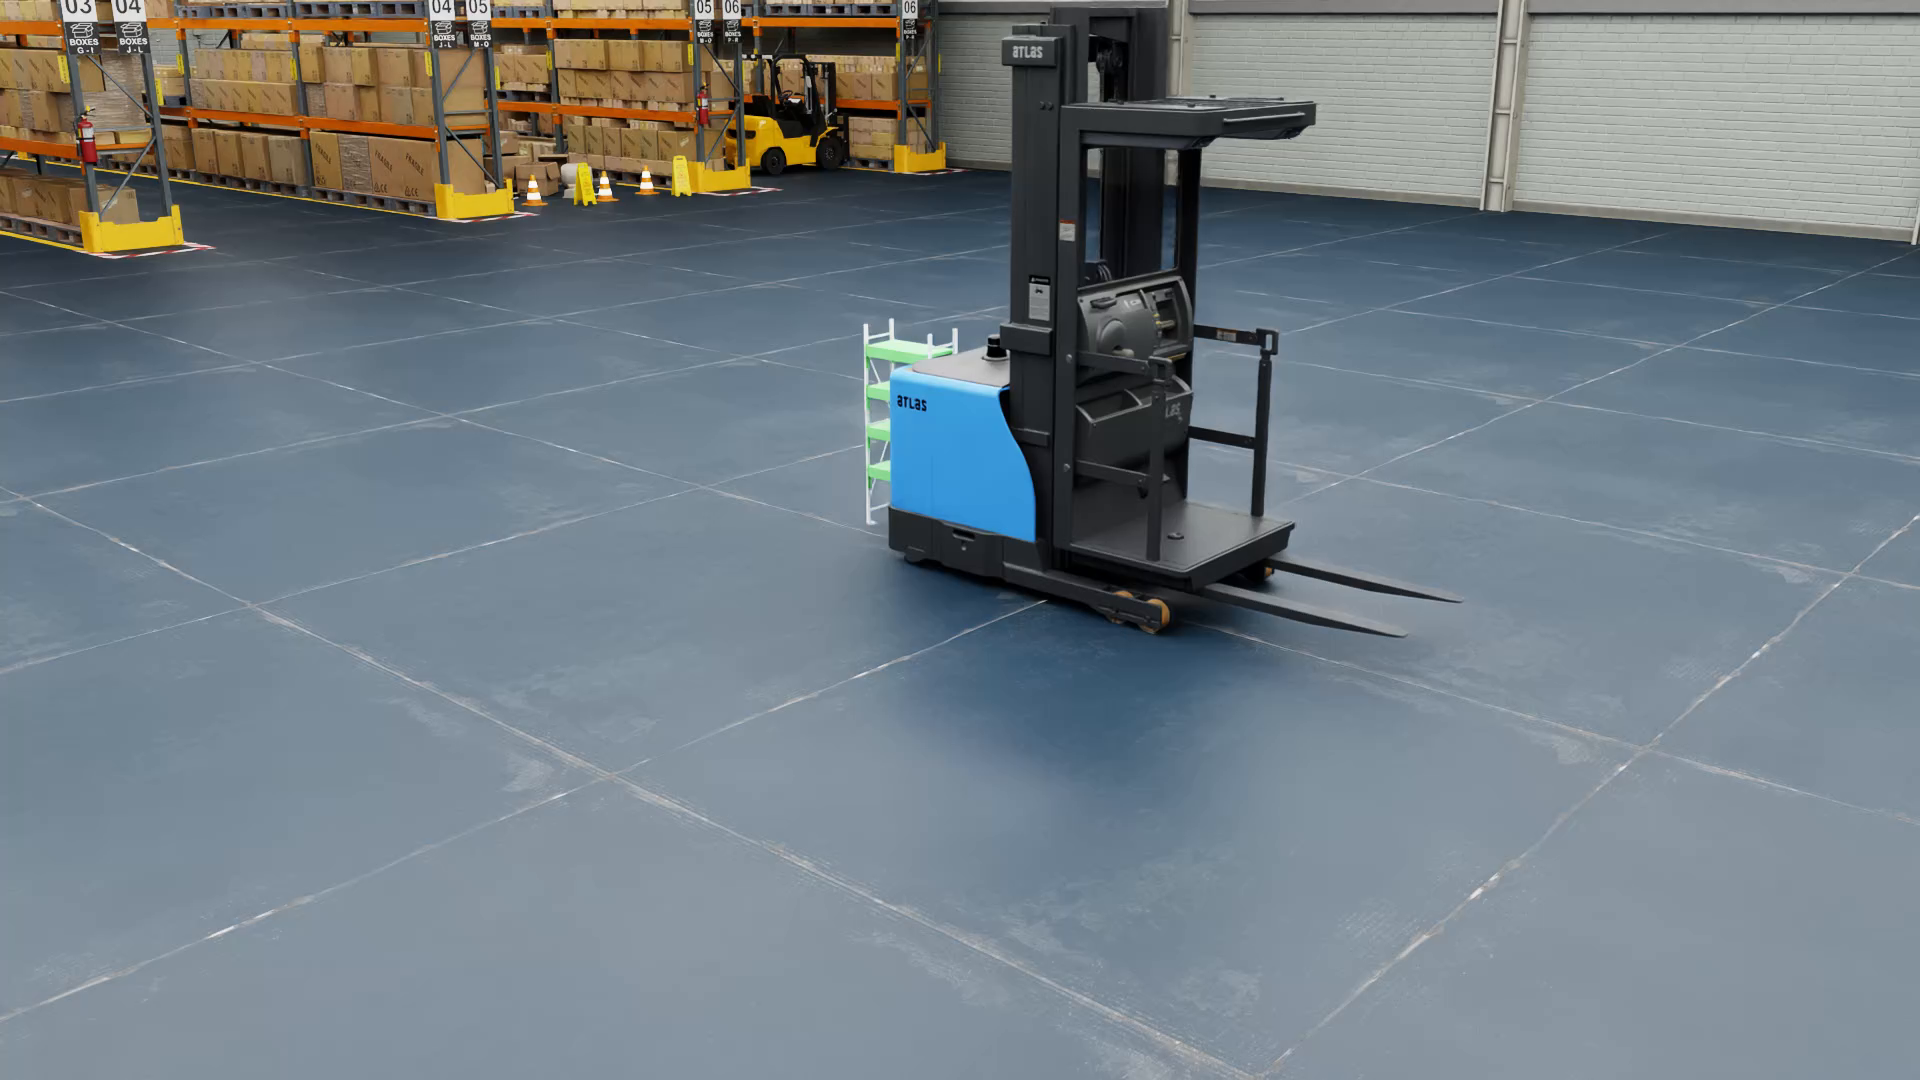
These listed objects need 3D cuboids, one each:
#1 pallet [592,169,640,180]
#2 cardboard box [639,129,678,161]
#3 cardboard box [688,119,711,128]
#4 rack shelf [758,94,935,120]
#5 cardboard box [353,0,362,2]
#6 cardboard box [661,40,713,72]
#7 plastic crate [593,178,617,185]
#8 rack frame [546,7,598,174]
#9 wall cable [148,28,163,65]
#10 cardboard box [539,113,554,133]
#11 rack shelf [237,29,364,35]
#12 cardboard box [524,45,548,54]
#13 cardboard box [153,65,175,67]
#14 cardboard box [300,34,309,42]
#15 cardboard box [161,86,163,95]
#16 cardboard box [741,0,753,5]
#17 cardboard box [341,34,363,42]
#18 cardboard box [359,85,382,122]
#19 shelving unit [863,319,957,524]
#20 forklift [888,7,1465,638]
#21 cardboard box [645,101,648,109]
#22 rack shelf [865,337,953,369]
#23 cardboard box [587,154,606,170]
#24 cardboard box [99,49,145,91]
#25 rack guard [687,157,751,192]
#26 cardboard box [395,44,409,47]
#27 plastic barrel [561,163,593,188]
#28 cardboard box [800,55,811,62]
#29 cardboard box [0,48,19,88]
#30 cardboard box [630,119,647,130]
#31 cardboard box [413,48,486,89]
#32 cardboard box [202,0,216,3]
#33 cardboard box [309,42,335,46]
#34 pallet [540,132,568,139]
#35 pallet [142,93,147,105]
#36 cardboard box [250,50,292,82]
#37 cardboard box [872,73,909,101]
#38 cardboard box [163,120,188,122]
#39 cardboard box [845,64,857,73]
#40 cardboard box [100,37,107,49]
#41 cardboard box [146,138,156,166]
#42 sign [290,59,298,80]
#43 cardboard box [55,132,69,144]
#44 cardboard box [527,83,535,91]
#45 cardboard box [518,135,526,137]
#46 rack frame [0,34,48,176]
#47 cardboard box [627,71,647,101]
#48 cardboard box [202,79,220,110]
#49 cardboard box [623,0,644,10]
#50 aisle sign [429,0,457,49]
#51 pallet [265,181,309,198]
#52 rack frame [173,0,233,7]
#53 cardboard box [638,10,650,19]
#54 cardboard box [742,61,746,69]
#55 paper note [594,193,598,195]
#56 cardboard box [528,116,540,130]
[{"bbox_3d":[-6.545,-6.806,30.709,1.213,0.211,1.003,15,23,39],"label":"pallet"},{"bbox_3d":[-5.244,-6.912,29.043,0.500,0.500,0.500,16,24,41],"label":"cardboard box"},{"bbox_3d":[-5.315,-8.864,35.816,0.625,0.625,0.875,14,22,37],"label":"cardboard box"},{"bbox_3d":[-2.283,-8.641,33.071,4.000,0.370,1.077,15,23,39],"label":"rack shelf"},{"bbox_3d":[-8.903,-8.173,25.003,0.250,0.149,0.380,15,23,40],"label":"cardboard box"},{"bbox_3d":[-4.606,-8.178,28.112,0.500,0.500,0.700,14,23,38],"label":"cardboard box"},{"bbox_3d":[-6.441,-6.370,29.550,0.583,0.080,0.402,7,19,21],"label":"plastic crate"},{"bbox_3d":[-7.071,-8.262,30.686,0.127,3.000,1.000,15,23,39],"label":"rack frame"},{"bbox_3d":[-20.279,-12.298,41.671,0.123,1.953,0.585,15,23,39],"label":"wall cable"},{"bbox_3d":[-9.550,-9.853,39.137,0.500,0.500,0.500,16,24,42],"label":"cardboard box"},{"bbox_3d":[-14.550,-11.357,36.668,4.000,0.370,1.077,15,23,39],"label":"rack shelf"},{"bbox_3d":[-8.069,-9.330,31.628,0.250,0.149,0.380,17,24,42],"label":"cardboard box"},{"bbox_3d":[-14.860,-8.794,31.099,0.250,0.149,0.380,14,22,37],"label":"cardboard box"},{"bbox_3d":[-14.213,-10.910,36.140,0.250,0.149,0.380,15,23,39],"label":"cardboard box"},{"bbox_3d":[-14.131,-8.051,29.742,0.250,0.149,0.380,15,23,39],"label":"cardboard box"},{"bbox_3d":[-4.482,-11.111,33.993,0.500,0.311,0.500,14,22,38],"label":"cardboard box"},{"bbox_3d":[-13.118,-10.824,35.868,0.250,0.149,0.380,15,23,38],"label":"cardboard box"},{"bbox_3d":[-8.782,-6.798,25.825,0.500,0.550,0.875,15,23,39],"label":"cardboard box"},{"bbox_3d":[-0.285,-0.646,9.665,0.503,1.200,0.258,14,23,38],"label":"shelving unit"},{"bbox_3d":[1.055,-1.120,8.295,3.031,2.935,1.130,14,23,38],"label":"forklift"},{"bbox_3d":[-5.252,-7.576,28.940,0.250,0.149,0.380,15,23,40],"label":"cardboard box"},{"bbox_3d":[-0.285,-1.043,9.539,0.480,0.148,0.258,14,23,38],"label":"rack shelf"},{"bbox_3d":[-6.402,-6.867,30.143,0.500,0.250,0.500,17,24,42],"label":"cardboard box"},{"bbox_3d":[-10.887,-6.055,21.422,0.500,0.500,0.500,15,23,39],"label":"cardboard box"},{"bbox_3d":[-4.136,-6.283,28.582,0.348,0.500,1.175,15,23,39],"label":"rack guard"},{"bbox_3d":[-11.012,-9.735,33.510,0.500,0.500,0.500,16,23,40],"label":"cardboard box"},{"bbox_3d":[-6.629,-6.303,28.773,0.512,0.421,0.421,-3,18,-8],"label":"plastic barrel"},{"bbox_3d":[-2.949,-9.551,33.019,0.250,0.149,0.380,15,23,38],"label":"cardboard box"},{"bbox_3d":[-12.732,-6.338,22.312,0.500,0.500,0.500,15,23,39],"label":"cardboard box"},{"bbox_3d":[-5.552,-7.280,29.131,0.250,0.149,0.380,16,24,42],"label":"cardboard box"},{"bbox_3d":[-7.541,-6.988,24.639,0.550,0.550,0.875,15,23,39],"label":"cardboard box"},{"bbox_3d":[-12.502,-9.235,28.183,0.500,0.250,0.500,16,24,41],"label":"cardboard box"},{"bbox_3d":[-13.590,-10.425,35.683,0.500,0.500,0.500,15,23,39],"label":"cardboard box"},{"bbox_3d":[-9.129,-9.508,39.223,1.213,0.211,1.003,15,23,39],"label":"pallet"},{"bbox_3d":[-14.780,-8.222,30.876,1.213,0.211,1.003,15,23,39],"label":"pallet"},{"bbox_3d":[-11.420,-7.949,27.881,0.500,0.500,0.700,15,23,40],"label":"cardboard box"},{"bbox_3d":[-1.329,-8.670,31.806,0.500,0.500,0.500,14,23,38],"label":"cardboard box"},{"bbox_3d":[-14.759,-7.793,31.406,0.500,0.250,0.500,14,22,37],"label":"cardboard box"},{"bbox_3d":[-2.006,-9.152,32.252,0.250,0.149,0.380,14,22,38],"label":"cardboard box"},{"bbox_3d":[-16.795,-9.427,32.048,0.500,0.500,0.500,14,22,37],"label":"cardboard box"},{"bbox_3d":[-14.730,-7.214,30.823,0.500,0.500,0.500,14,22,37],"label":"cardboard box"},{"bbox_3d":[-10.634,-7.511,26.537,0.005,0.325,0.100,15,23,39],"label":"sign"},{"bbox_3d":[-11.415,-5.196,21.442,0.250,0.149,0.380,15,23,39],"label":"cardboard box"},{"bbox_3d":[-7.824,-8.440,30.969,0.250,0.149,0.380,14,22,38],"label":"cardboard box"},{"bbox_3d":[-9.089,-7.751,32.725,0.625,0.372,0.950,14,23,38],"label":"cardboard box"},{"bbox_3d":[-13.649,-6.020,23.622,0.127,3.000,1.000,15,23,39],"label":"rack frame"},{"bbox_3d":[-5.411,-7.898,28.882,0.500,0.500,0.500,15,23,39],"label":"cardboard box"},{"bbox_3d":[-12.734,-7.720,28.813,0.500,0.500,0.500,15,23,39],"label":"cardboard box"},{"bbox_3d":[-5.407,-9.205,28.455,0.500,0.250,0.500,16,24,41],"label":"cardboard box"},{"bbox_3d":[-7.435,-7.476,23.911,0.004,0.787,0.394,15,23,39],"label":"aisle sign"},{"bbox_3d":[-10.908,-5.931,27.950,1.213,0.211,1.003,15,23,39],"label":"pallet"},{"bbox_3d":[-13.273,-10.784,28.717,0.127,3.000,1.000,15,23,39],"label":"rack frame"},{"bbox_3d":[-5.279,-8.986,28.424,0.250,0.149,0.380,15,23,39],"label":"cardboard box"},{"bbox_3d":[-4.387,-9.809,34.322,0.250,0.149,0.380,15,23,38],"label":"cardboard box"},{"bbox_3d":[-6.107,-5.783,27.784,0.142,0.019,0.148,7,19,21],"label":"paper note"},{"bbox_3d":[-10.100,-10.097,40.218,0.500,0.311,0.500,16,24,41],"label":"cardboard box"}]
